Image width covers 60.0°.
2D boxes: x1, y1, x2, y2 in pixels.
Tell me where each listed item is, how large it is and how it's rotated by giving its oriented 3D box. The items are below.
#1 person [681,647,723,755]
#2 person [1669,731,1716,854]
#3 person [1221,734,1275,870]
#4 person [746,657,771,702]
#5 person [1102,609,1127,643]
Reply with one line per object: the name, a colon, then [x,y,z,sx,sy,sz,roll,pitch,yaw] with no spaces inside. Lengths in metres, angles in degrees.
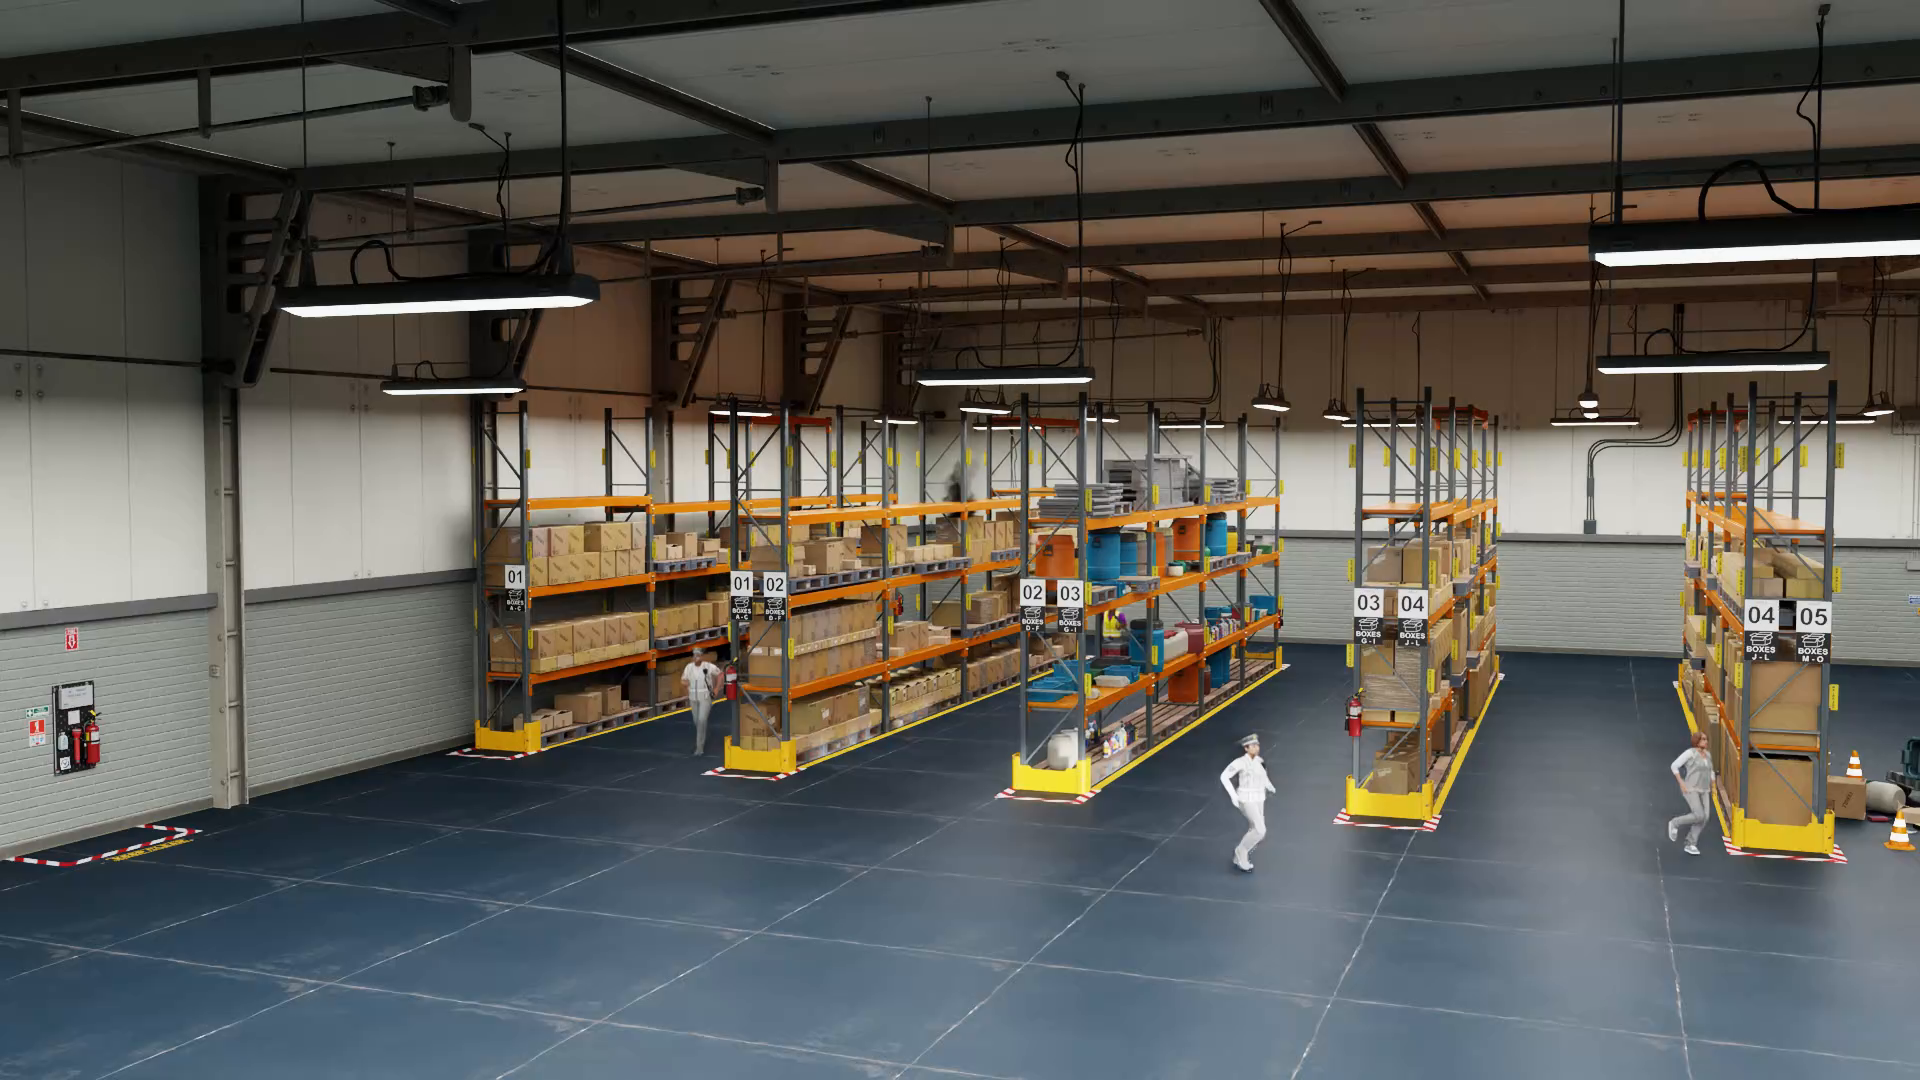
person: [-4.438,2.728,28.529,0.671,1.825,0.921,1,3,13]
person: [9.383,3.212,21.217,0.601,1.529,0.506,-1,3,-24]
person: [3.551,3.174,20.133,0.593,1.660,0.616,-2,4,-40]
person: [-3.642,2.599,30.786,0.672,1.819,0.928,1,3,18]
person: [3.535,2.246,38.672,0.705,1.740,0.831,1,3,15]
